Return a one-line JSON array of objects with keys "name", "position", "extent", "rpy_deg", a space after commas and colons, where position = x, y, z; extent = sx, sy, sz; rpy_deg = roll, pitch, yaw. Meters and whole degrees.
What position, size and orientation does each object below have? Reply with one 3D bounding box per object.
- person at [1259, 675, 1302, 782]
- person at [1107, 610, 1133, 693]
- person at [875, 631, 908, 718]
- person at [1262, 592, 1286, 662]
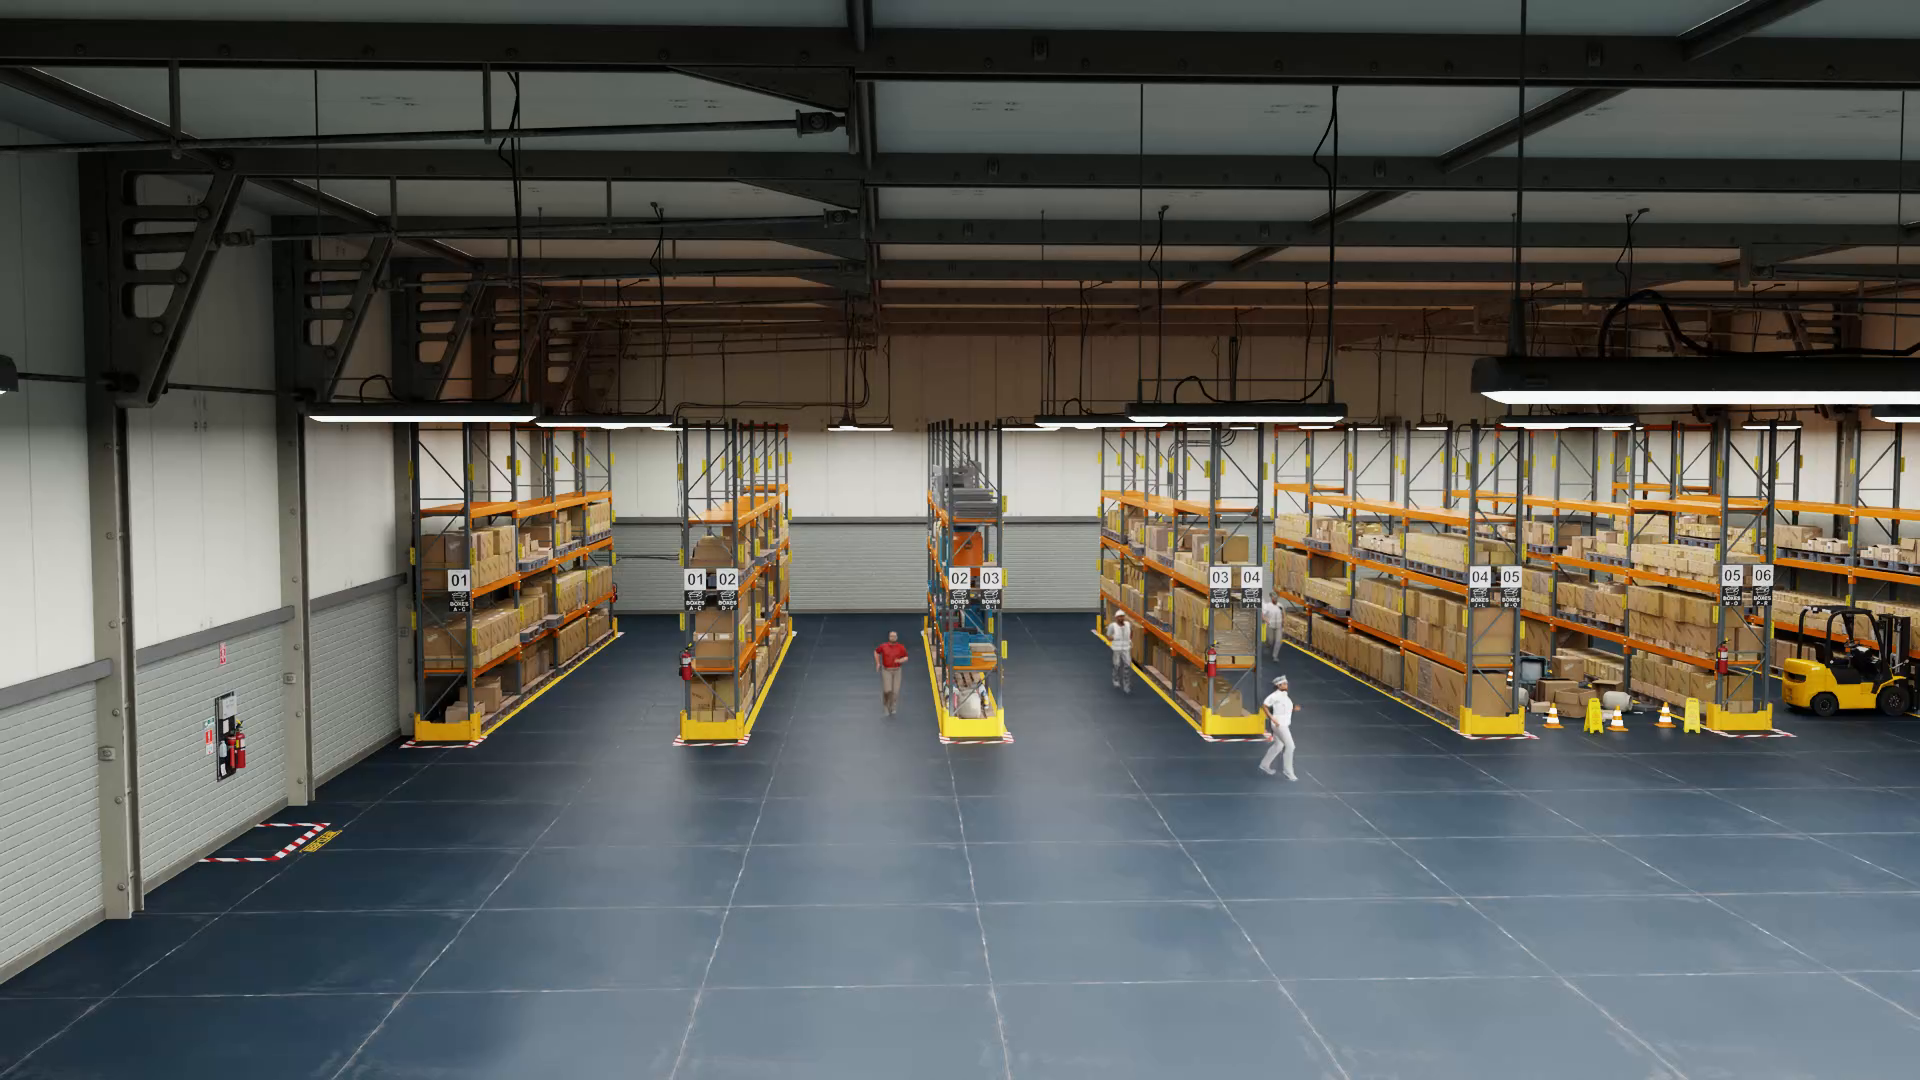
[{"name": "person", "position": [5.315, 3.074, 27.561], "extent": [0.701, 1.690, 0.558], "rpy_deg": [2, 4, 25]}, {"name": "person", "position": [3.561, 2.474, 36.939], "extent": [0.638, 1.844, 0.782], "rpy_deg": [0, 4, -7]}, {"name": "person", "position": [-1.371, 2.720, 33.600], "extent": [0.646, 1.756, 0.686], "rpy_deg": [-1, 4, -10]}, {"name": "person", "position": [7.913, 2.171, 41.902], "extent": [0.662, 1.753, 0.784], "rpy_deg": [0, 4, -5]}]
